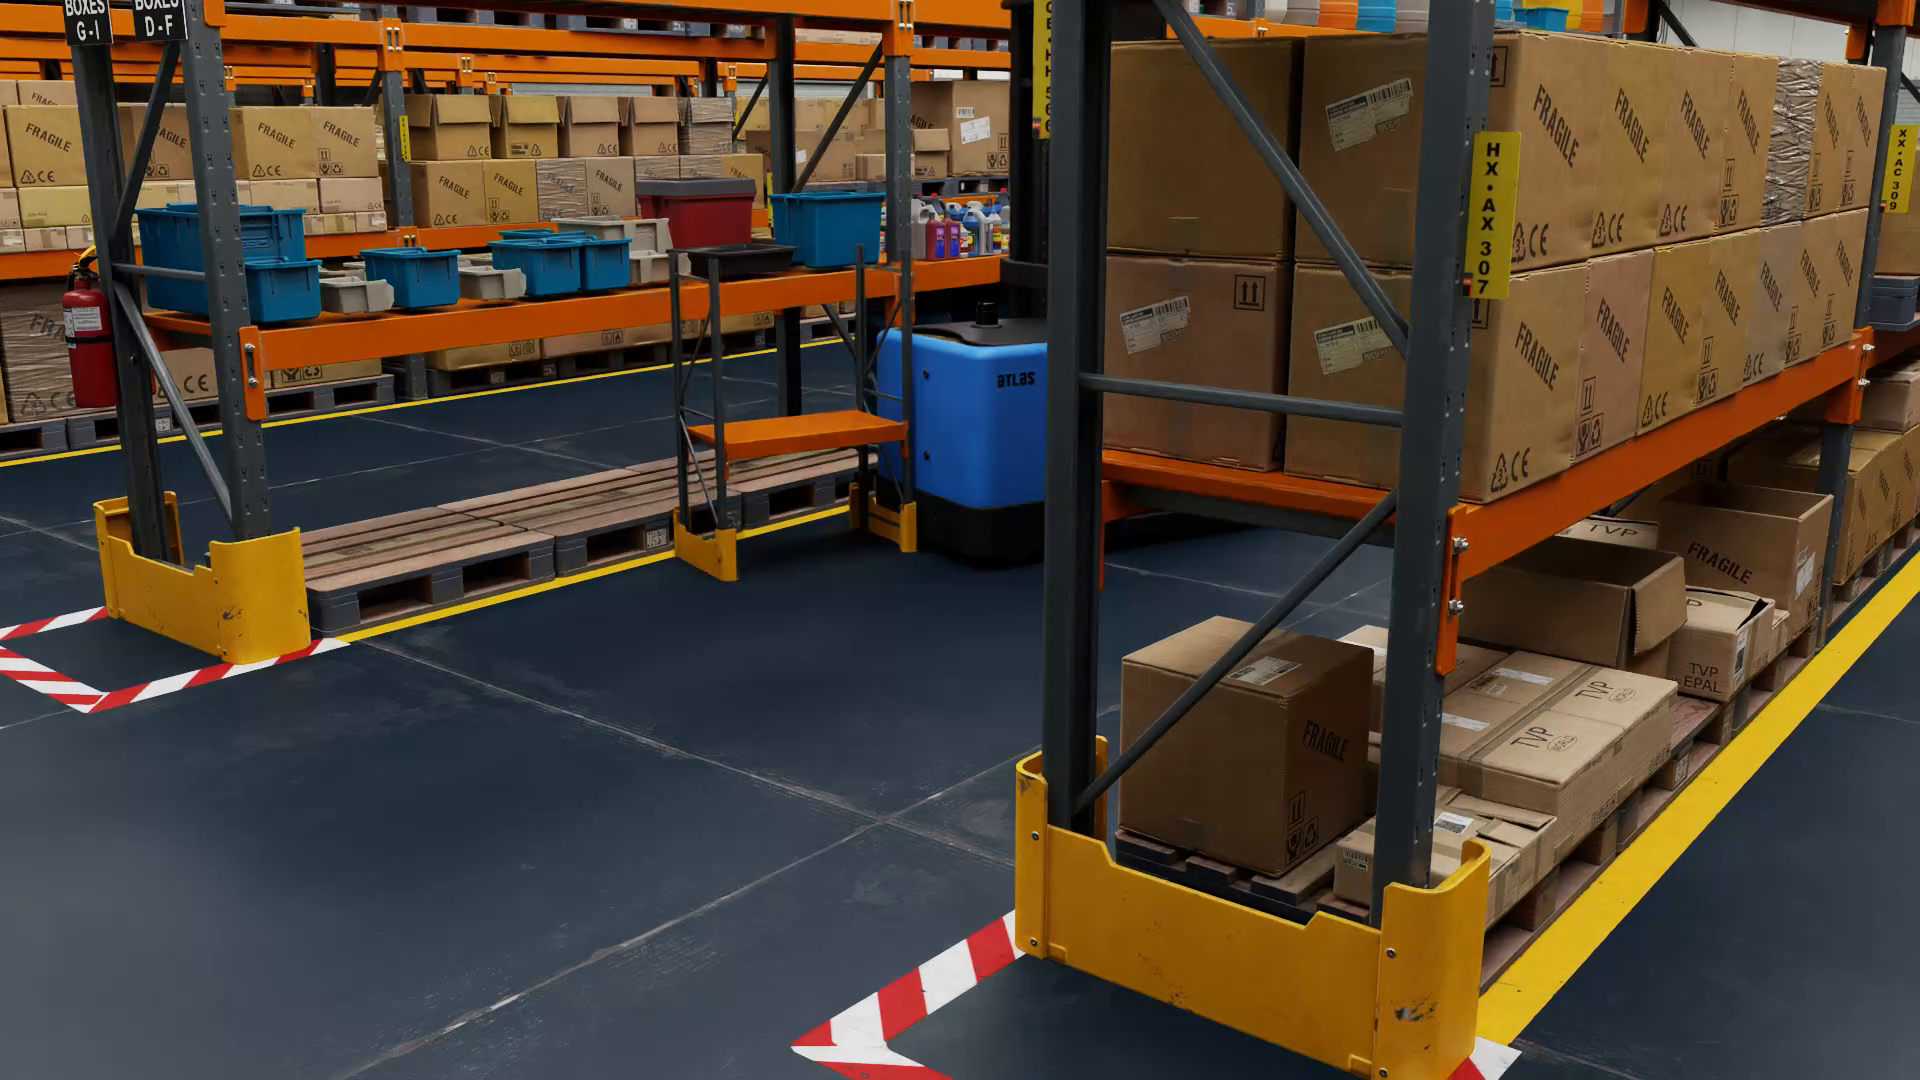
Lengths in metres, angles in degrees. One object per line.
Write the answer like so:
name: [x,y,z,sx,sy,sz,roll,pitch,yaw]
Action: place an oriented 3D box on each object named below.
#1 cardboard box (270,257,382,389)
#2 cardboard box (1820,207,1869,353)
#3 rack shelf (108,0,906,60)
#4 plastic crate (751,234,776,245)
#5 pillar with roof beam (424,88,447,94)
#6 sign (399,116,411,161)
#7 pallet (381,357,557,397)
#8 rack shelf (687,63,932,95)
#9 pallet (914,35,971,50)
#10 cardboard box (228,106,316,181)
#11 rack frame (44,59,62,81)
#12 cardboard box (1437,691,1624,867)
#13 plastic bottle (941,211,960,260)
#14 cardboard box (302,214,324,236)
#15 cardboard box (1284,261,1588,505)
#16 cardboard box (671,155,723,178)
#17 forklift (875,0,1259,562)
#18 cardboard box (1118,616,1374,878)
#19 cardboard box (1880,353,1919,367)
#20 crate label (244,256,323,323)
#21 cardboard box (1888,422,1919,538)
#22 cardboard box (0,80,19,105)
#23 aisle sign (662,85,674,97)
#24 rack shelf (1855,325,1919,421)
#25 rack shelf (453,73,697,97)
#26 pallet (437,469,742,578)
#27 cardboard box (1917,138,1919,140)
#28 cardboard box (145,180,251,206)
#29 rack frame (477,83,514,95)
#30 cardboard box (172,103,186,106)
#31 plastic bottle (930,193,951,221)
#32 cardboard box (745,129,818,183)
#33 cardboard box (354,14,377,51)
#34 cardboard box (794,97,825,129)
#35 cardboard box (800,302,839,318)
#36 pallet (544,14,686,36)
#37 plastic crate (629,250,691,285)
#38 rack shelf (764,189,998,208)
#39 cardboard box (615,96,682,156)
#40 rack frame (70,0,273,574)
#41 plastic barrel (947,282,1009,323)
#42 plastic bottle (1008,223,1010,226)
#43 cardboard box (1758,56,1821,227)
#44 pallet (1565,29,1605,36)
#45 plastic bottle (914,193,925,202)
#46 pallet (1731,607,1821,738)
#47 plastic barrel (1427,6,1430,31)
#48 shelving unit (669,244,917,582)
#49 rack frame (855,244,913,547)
cardboard box: [-5.033,-1.669,12.563,0.875,0.875,0.875,11,18,38]
cardboard box: [3.032,-0.989,6.220,0.500,0.500,0.500,12,18,38]
rack shelf: [-1.960,-2.565,7.997,1.077,0.370,4.000,11,18,38]
plastic crate: [-1.107,-1.677,9.546,0.396,0.136,0.243,11,18,38]
pillar with roof beam: [-6.375,-9.456,27.569,9.100,9.000,0.400,11,18,38]
sign: [-4.123,-2.982,12.349,0.100,0.325,0.005,11,18,38]
pallet: [-4.129,-1.417,13.773,1.003,0.211,1.213,11,18,38]
rack shelf: [-2.065,-6.417,23.158,1.077,0.370,4.000,11,18,38]
pallet: [-0.648,-5.203,17.303,1.213,0.211,1.003,11,18,38]
cardboard box: [-4.955,-2.820,11.807,0.500,0.500,0.500,11,18,38]
rack frame: [-8.350,-3.396,15.900,1.000,3.000,0.127,11,18,38]
cardboard box: [1.510,0.654,4.648,0.500,0.250,0.500,11,18,38]
plastic bottle: [-0.057,-1.816,9.917,0.061,0.283,0.133,11,18,38]
cardboard box: [-4.816,-2.280,12.016,0.380,0.149,0.250,11,18,37]
cardboard box: [1.117,-0.402,3.911,0.500,0.500,0.500,12,18,39]
cardboard box: [-2.477,-3.196,14.910,0.500,0.500,0.500,11,18,37]
forklift: [1.074,-1.566,8.834,3.031,2.935,1.130,-9,17,-31]
cardboard box: [0.783,0.546,4.563,0.500,0.500,0.500,11,18,38]
cardboard box: [4.584,-0.783,8.275,0.500,0.250,0.500,11,18,36]
crate label: [-2.806,-1.021,6.769,0.416,0.233,0.303,11,18,38]
cardboard box: [4.287,-0.331,8.016,0.500,0.500,0.500,12,18,38]
cardboard box: [-8.756,-3.842,14.816,0.500,0.500,0.500,11,18,36]
aisle sign: [-4.924,-7.761,27.801,0.394,0.787,0.004,11,18,38]
rack shelf: [4.404,-1.110,8.361,1.077,0.370,4.000,11,18,38]
rack shelf: [-5.979,-7.163,26.097,1.077,0.370,4.000,11,18,38]
pallet: [-1.902,-0.110,8.627,1.003,0.211,1.213,11,18,38]
cardboard box: [5.353,-1.956,9.173,0.700,0.500,0.500,5,15,19]
cardboard box: [-5.273,-2.358,11.515,0.500,0.250,0.500,12,18,39]
rack frame: [-8.585,-7.208,30.906,1.000,3.000,0.127,11,18,38]
cardboard box: [-9.871,-5.303,21.170,0.500,0.500,0.500,11,18,36]
plastic bottle: [-0.152,-2.059,10.735,0.144,0.351,0.185,11,18,38]
cardboard box: [-1.733,-3.737,16.185,0.500,0.500,0.500,9,17,31]
cardboard box: [-6.301,-5.418,17.564,0.500,0.500,0.500,11,18,38]
cardboard box: [-2.362,-5.795,22.845,0.875,0.550,0.550,11,18,38]
cardboard box: [-1.636,-2.509,16.589,0.700,0.500,0.500,10,17,35]
pallet: [-3.106,-4.392,14.109,1.003,0.211,1.213,12,19,40]
plastic crate: [-1.564,-1.364,8.314,0.293,0.136,0.466,11,18,38]
rack shelf: [-0.785,-3.410,17.414,1.077,0.370,4.000,11,18,38]
cardboard box: [-2.926,-3.648,14.651,0.797,0.503,0.637,12,18,39]
rack frame: [-3.217,-1.077,6.770,1.000,3.000,0.127,11,18,38]
plastic barrel: [0.097,-1.267,10.925,0.600,0.901,0.708,11,18,38]
plastic bottle: [0.330,-1.902,10.420,0.097,0.201,0.097,0,14,0]
cardboard box: [2.394,-1.277,5.323,0.500,0.500,0.500,11,18,38]
pallet: [6.243,-5.360,17.921,1.003,0.211,1.213,11,18,38]
plastic bottle: [-0.264,-2.081,10.823,0.144,0.351,0.185,11,18,38]
pallet: [2.715,0.407,6.591,1.003,0.211,1.213,11,18,38]
plastic barrel: [4.174,-4.941,14.869,0.600,0.901,0.708,11,18,38]
shelving unit: [-0.821,-0.659,8.172,1.083,1.500,0.587,-9,17,-31]
rack frame: [-0.385,-0.728,8.442,0.032,1.500,0.500,-9,17,-31]
